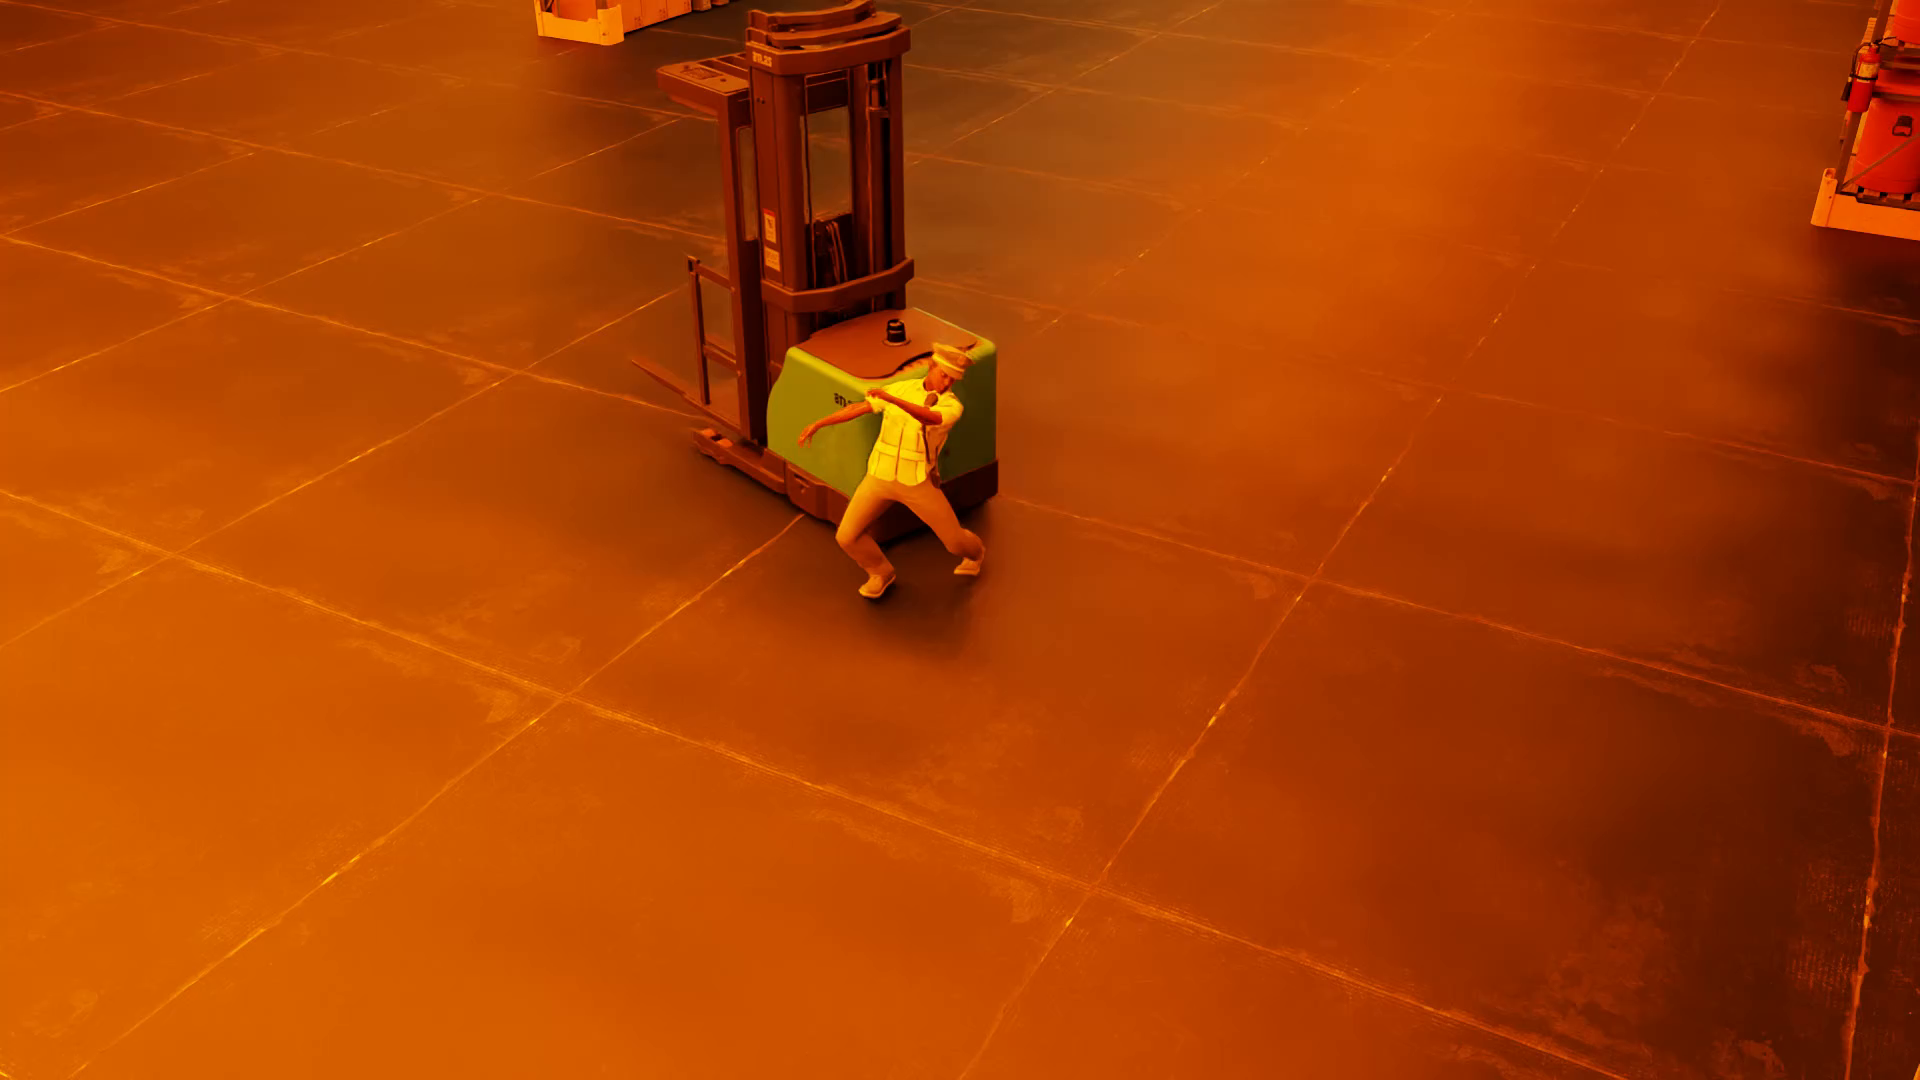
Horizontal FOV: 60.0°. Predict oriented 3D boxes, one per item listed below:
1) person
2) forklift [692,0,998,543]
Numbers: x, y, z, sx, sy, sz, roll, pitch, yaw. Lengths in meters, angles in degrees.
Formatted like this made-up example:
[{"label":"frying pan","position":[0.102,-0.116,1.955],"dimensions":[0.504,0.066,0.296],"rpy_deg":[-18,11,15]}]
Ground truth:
[{"label":"person","position":[-0.268,-0.403,9.133],"dimensions":[0.745,1.384,0.589],"rpy_deg":[8,31,13]},{"label":"forklift","position":[-1.108,-1.908,10.377],"dimensions":[1.130,2.935,3.031],"rpy_deg":[-23,37,-35]}]
